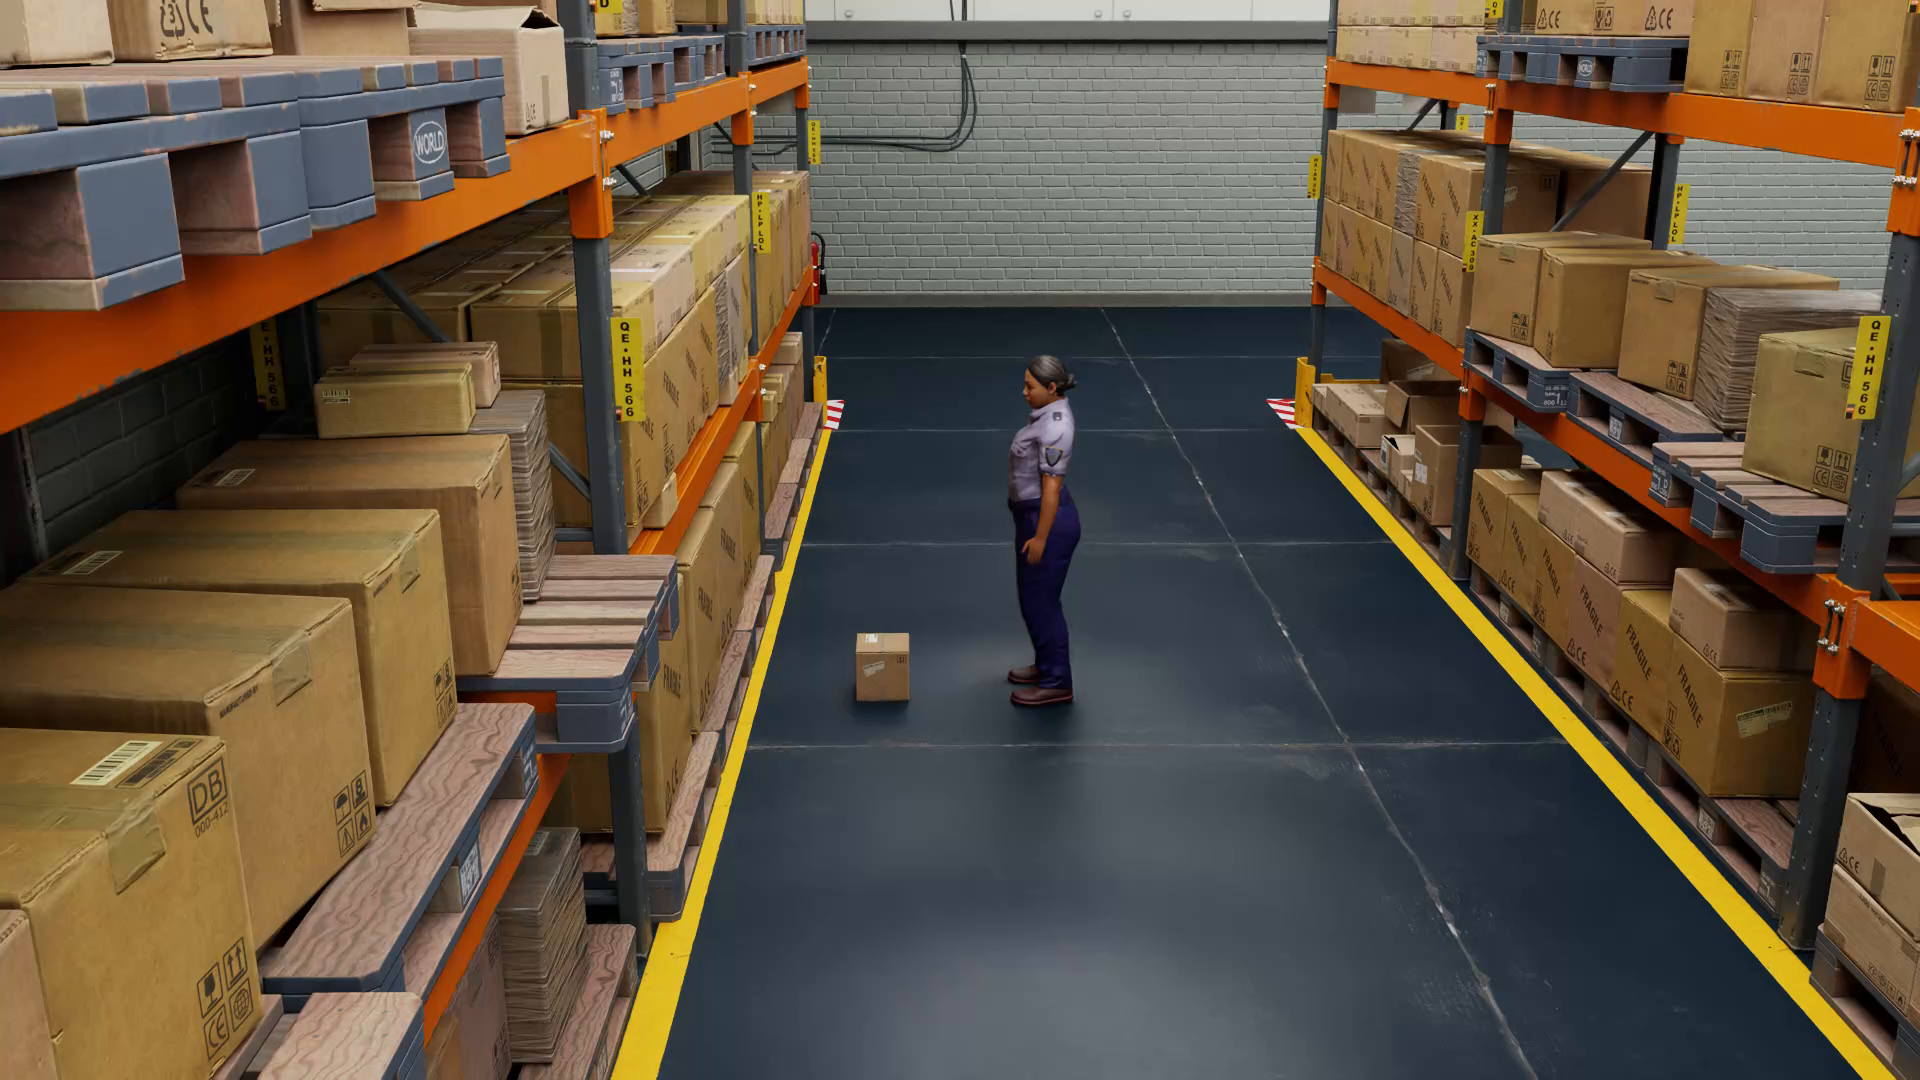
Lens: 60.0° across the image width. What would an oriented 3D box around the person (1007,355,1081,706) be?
[{"bbox_3d":[0.388,-0.051,7.751,0.342,1.645,0.470,0,17,0],"label":"person"}]
